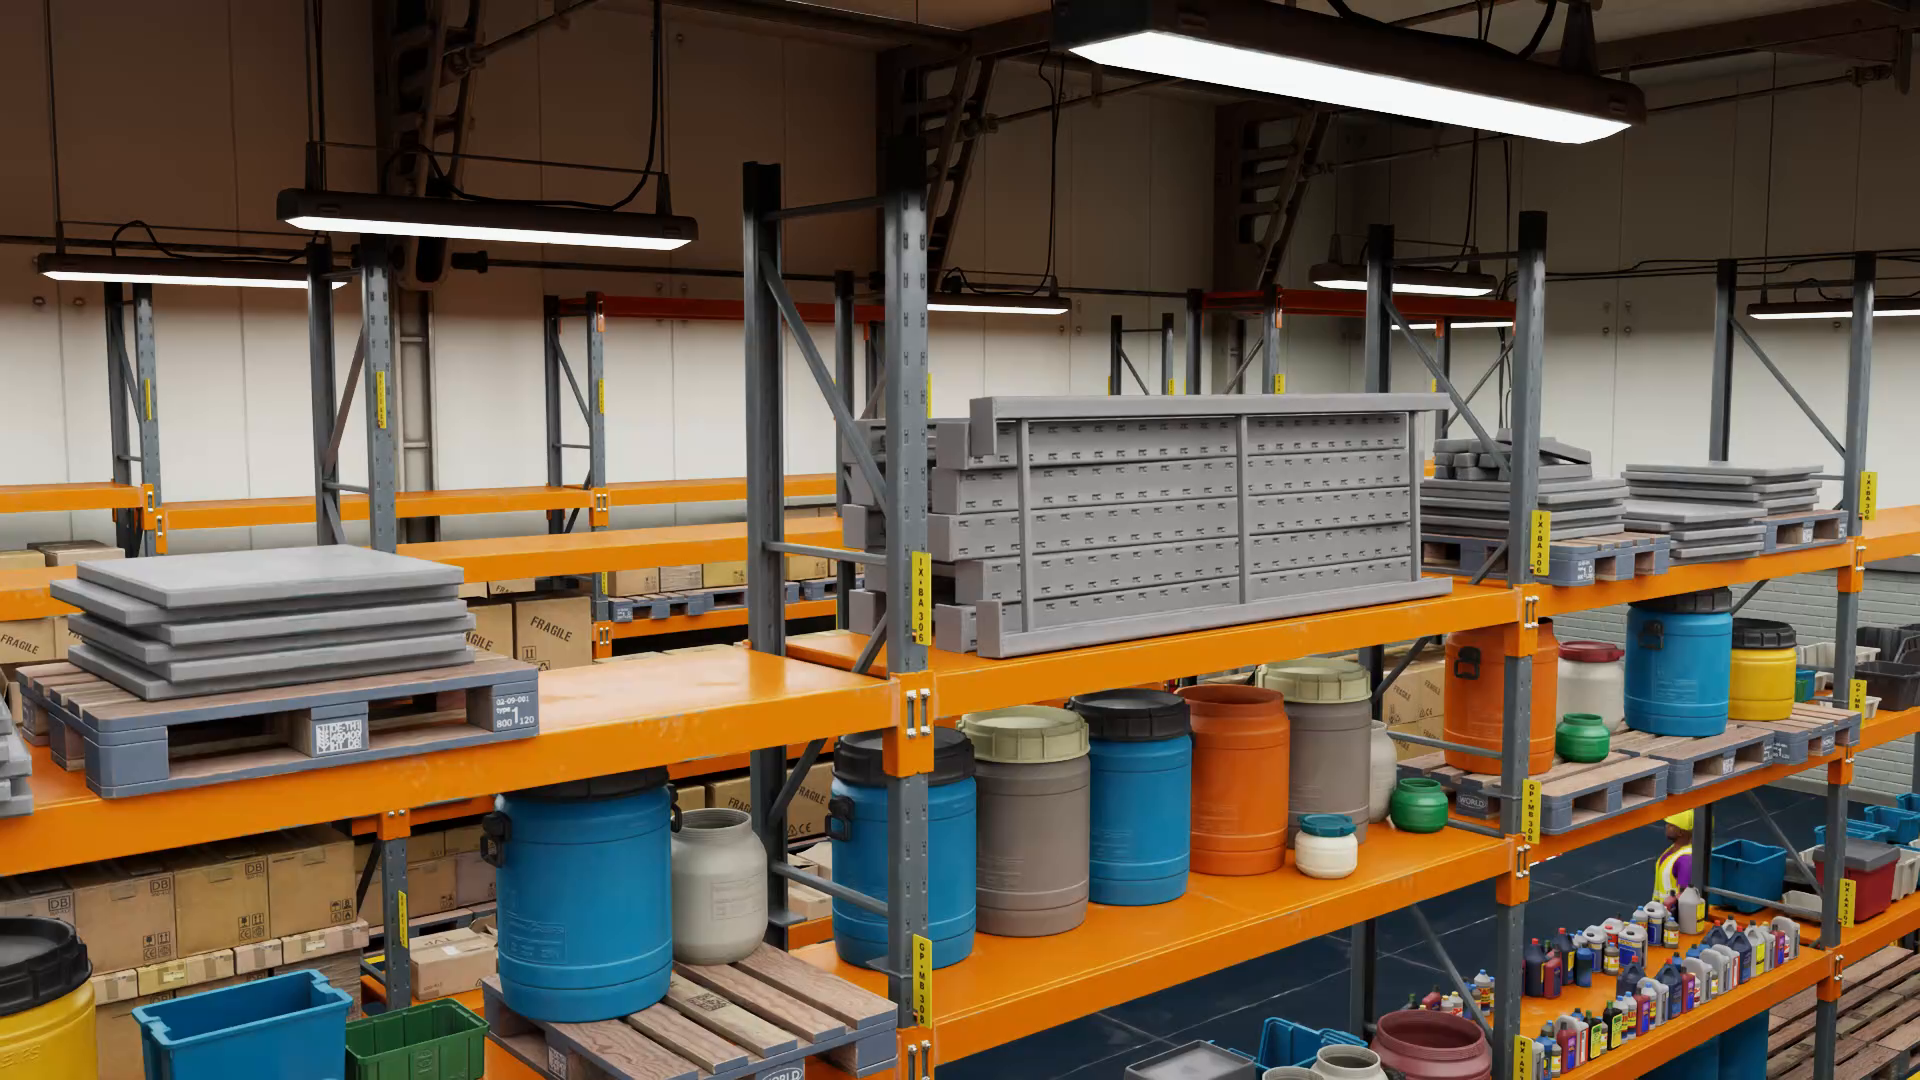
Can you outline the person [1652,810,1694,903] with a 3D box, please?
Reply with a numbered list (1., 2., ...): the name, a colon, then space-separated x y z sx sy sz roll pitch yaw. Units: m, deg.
1. person: 5.794 3.025 13.444 1.035 1.727 0.531 -1 6 -15
